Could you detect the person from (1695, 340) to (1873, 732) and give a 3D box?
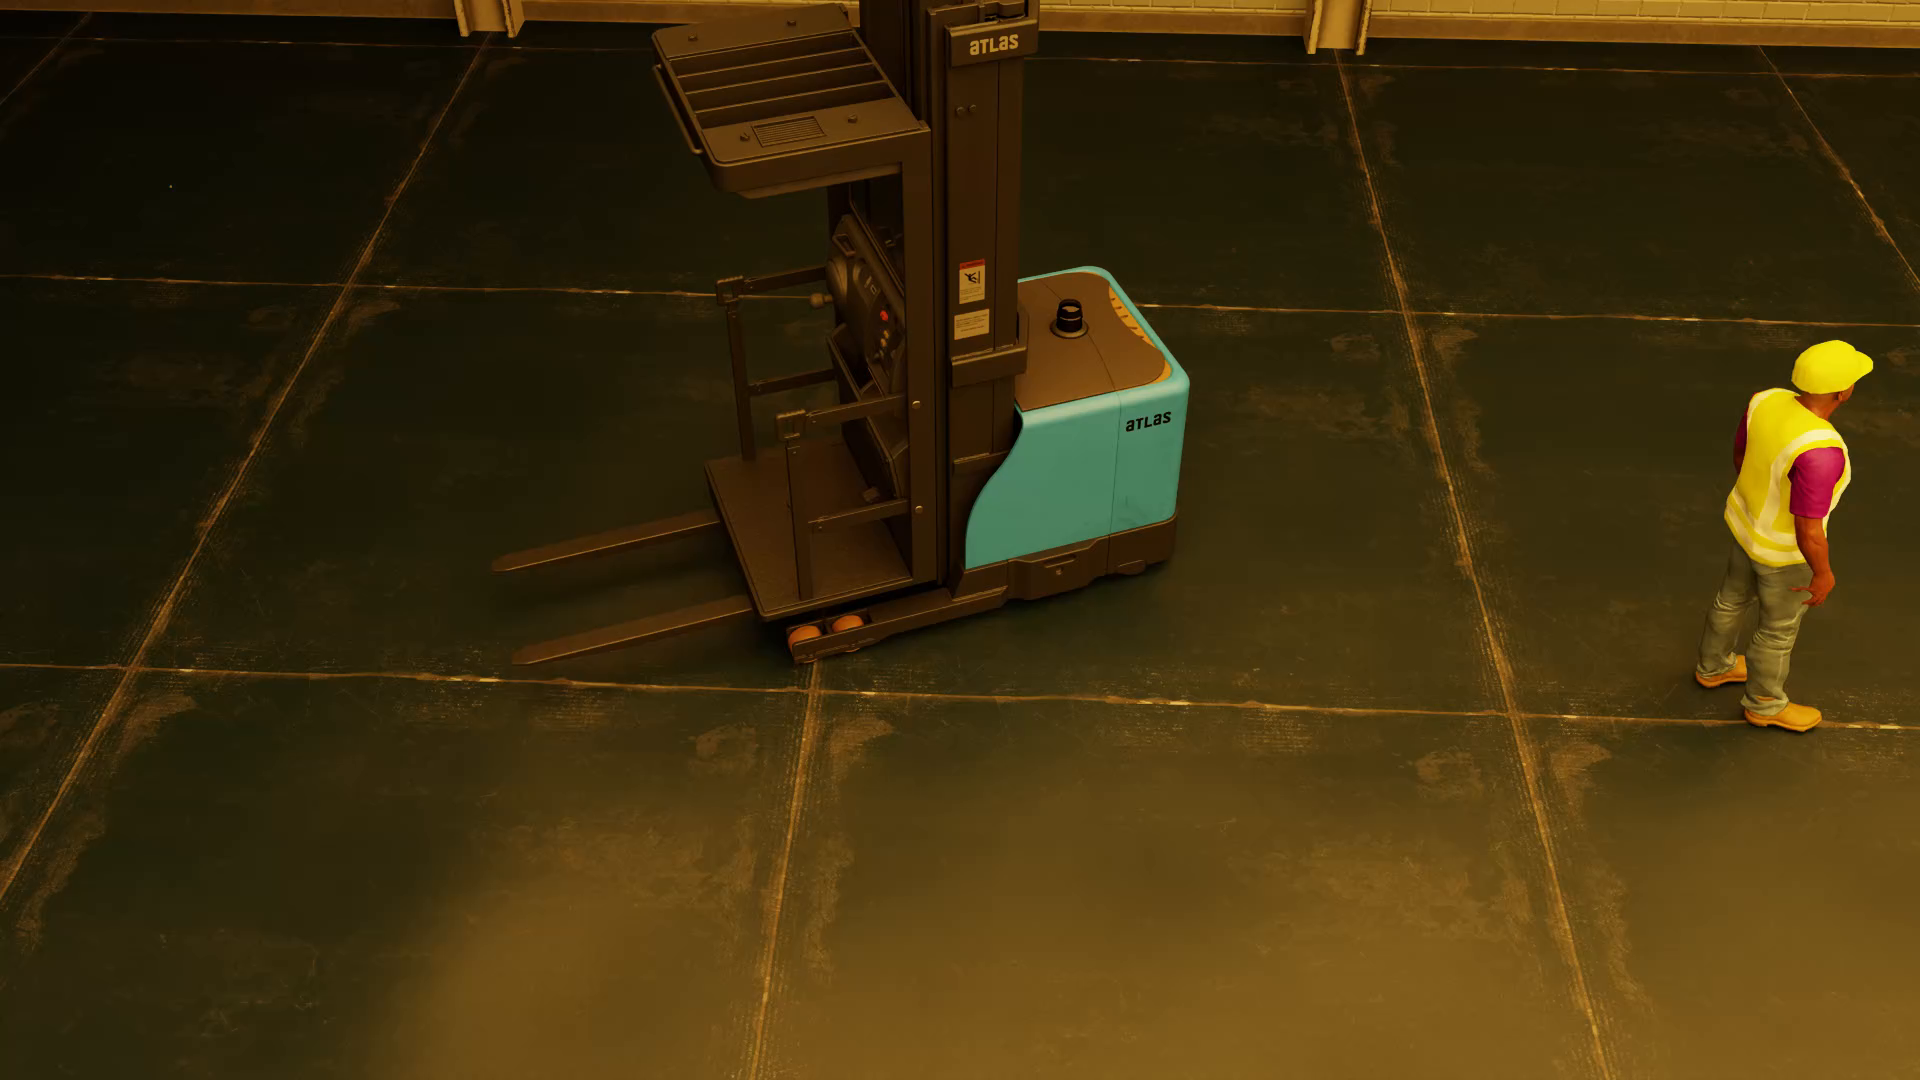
[{"bbox_3d":[3.328,-0.038,6.637,0.577,1.765,0.665,-4,43,-4],"label":"person"}]

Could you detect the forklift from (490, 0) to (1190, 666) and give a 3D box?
[{"bbox_3d":[-0.573,-0.945,6.778,3.031,2.935,1.130,-13,44,-14],"label":"forklift"}]
